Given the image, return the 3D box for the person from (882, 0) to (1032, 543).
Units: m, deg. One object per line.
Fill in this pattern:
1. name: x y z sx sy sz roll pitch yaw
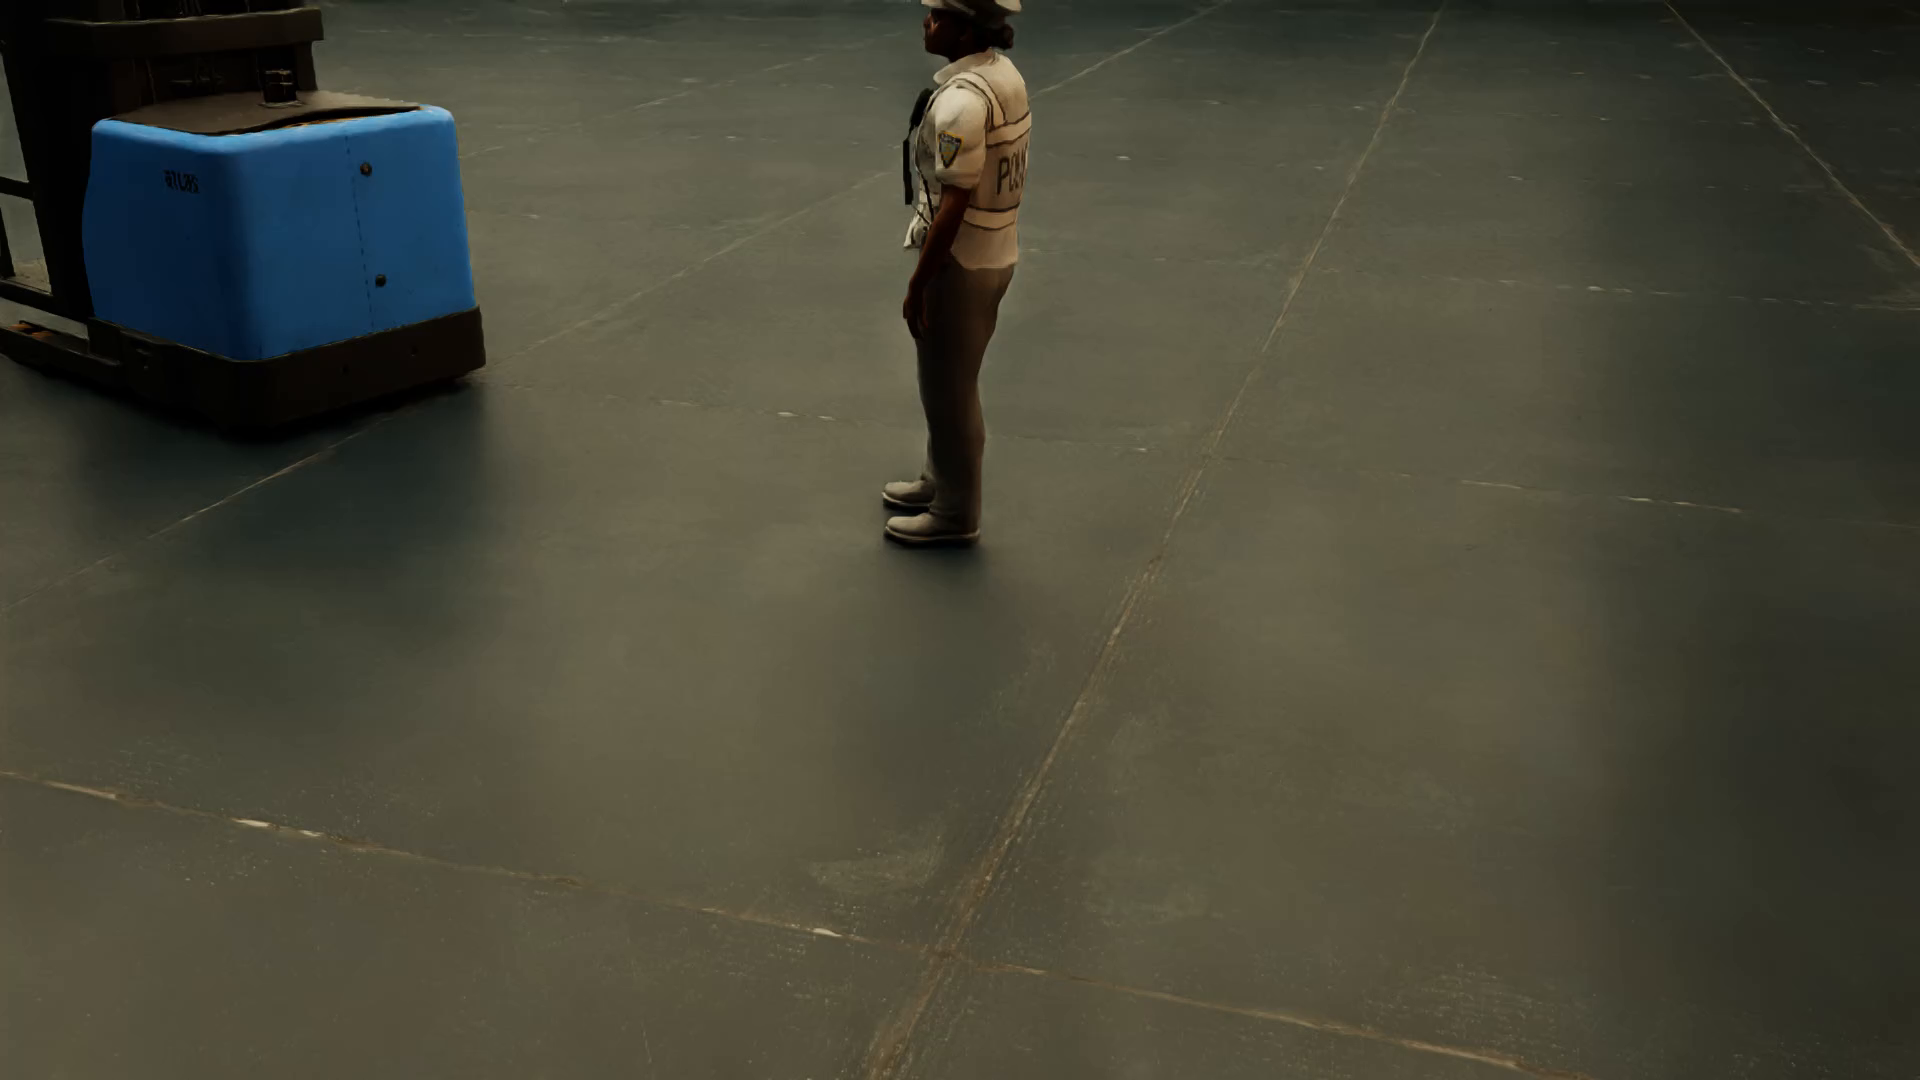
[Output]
1. person: -0.066 -0.806 4.832 0.529 1.695 0.570 7 23 16

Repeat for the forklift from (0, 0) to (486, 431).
1. forklift: -3.369 -2.184 6.569 3.031 2.935 1.130 16 27 34
